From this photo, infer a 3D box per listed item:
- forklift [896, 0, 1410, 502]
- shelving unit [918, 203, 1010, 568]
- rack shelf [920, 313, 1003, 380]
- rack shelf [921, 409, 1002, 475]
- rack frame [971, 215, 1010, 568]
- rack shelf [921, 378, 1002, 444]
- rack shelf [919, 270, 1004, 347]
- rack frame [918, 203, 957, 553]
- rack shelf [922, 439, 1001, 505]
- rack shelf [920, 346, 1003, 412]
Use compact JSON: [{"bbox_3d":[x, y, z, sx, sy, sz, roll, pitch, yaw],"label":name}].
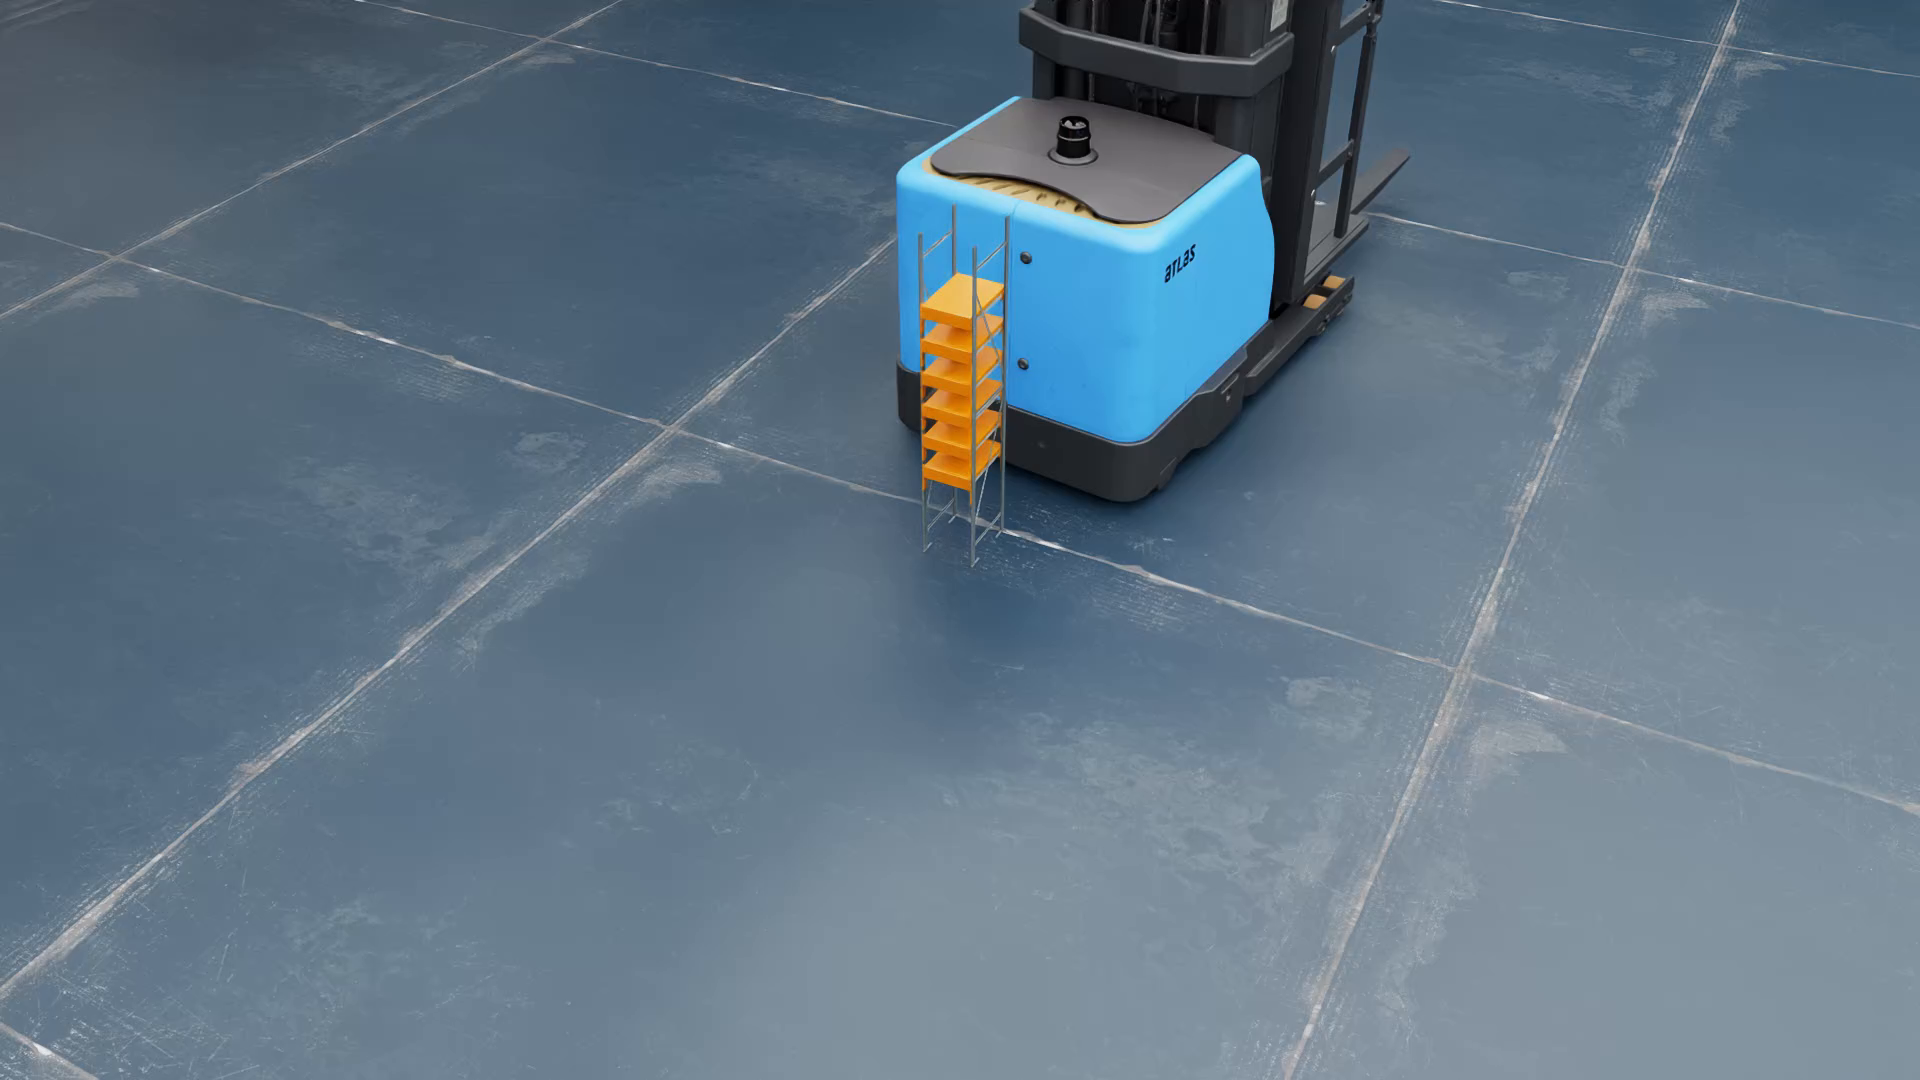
[{"bbox_3d":[0.996,-2.156,6.166,1.130,2.935,3.031,22,42,26],"label":"forklift"},{"bbox_3d":[0.013,-0.474,5.382,0.189,1.200,0.258,17,41,21],"label":"shelving unit"},{"bbox_3d":[0.013,-0.630,5.264,0.180,0.103,0.258,17,41,21],"label":"rack shelf"},{"bbox_3d":[0.013,-0.343,5.481,0.180,0.103,0.258,17,41,21],"label":"rack shelf"},{"bbox_3d":[0.094,-0.448,5.348,0.006,1.200,0.240,17,41,21],"label":"rack frame"},{"bbox_3d":[0.013,-0.438,5.409,0.180,0.103,0.258,17,41,21],"label":"rack shelf"},{"bbox_3d":[0.013,-0.725,5.191,0.180,0.103,0.258,17,41,21],"label":"rack shelf"},{"bbox_3d":[-0.068,-0.499,5.415,0.006,1.200,0.240,17,41,21],"label":"rack frame"},{"bbox_3d":[0.013,-0.247,5.554,0.180,0.103,0.258,17,41,21],"label":"rack shelf"},{"bbox_3d":[0.013,-0.534,5.336,0.180,0.103,0.258,17,41,21],"label":"rack shelf"}]
